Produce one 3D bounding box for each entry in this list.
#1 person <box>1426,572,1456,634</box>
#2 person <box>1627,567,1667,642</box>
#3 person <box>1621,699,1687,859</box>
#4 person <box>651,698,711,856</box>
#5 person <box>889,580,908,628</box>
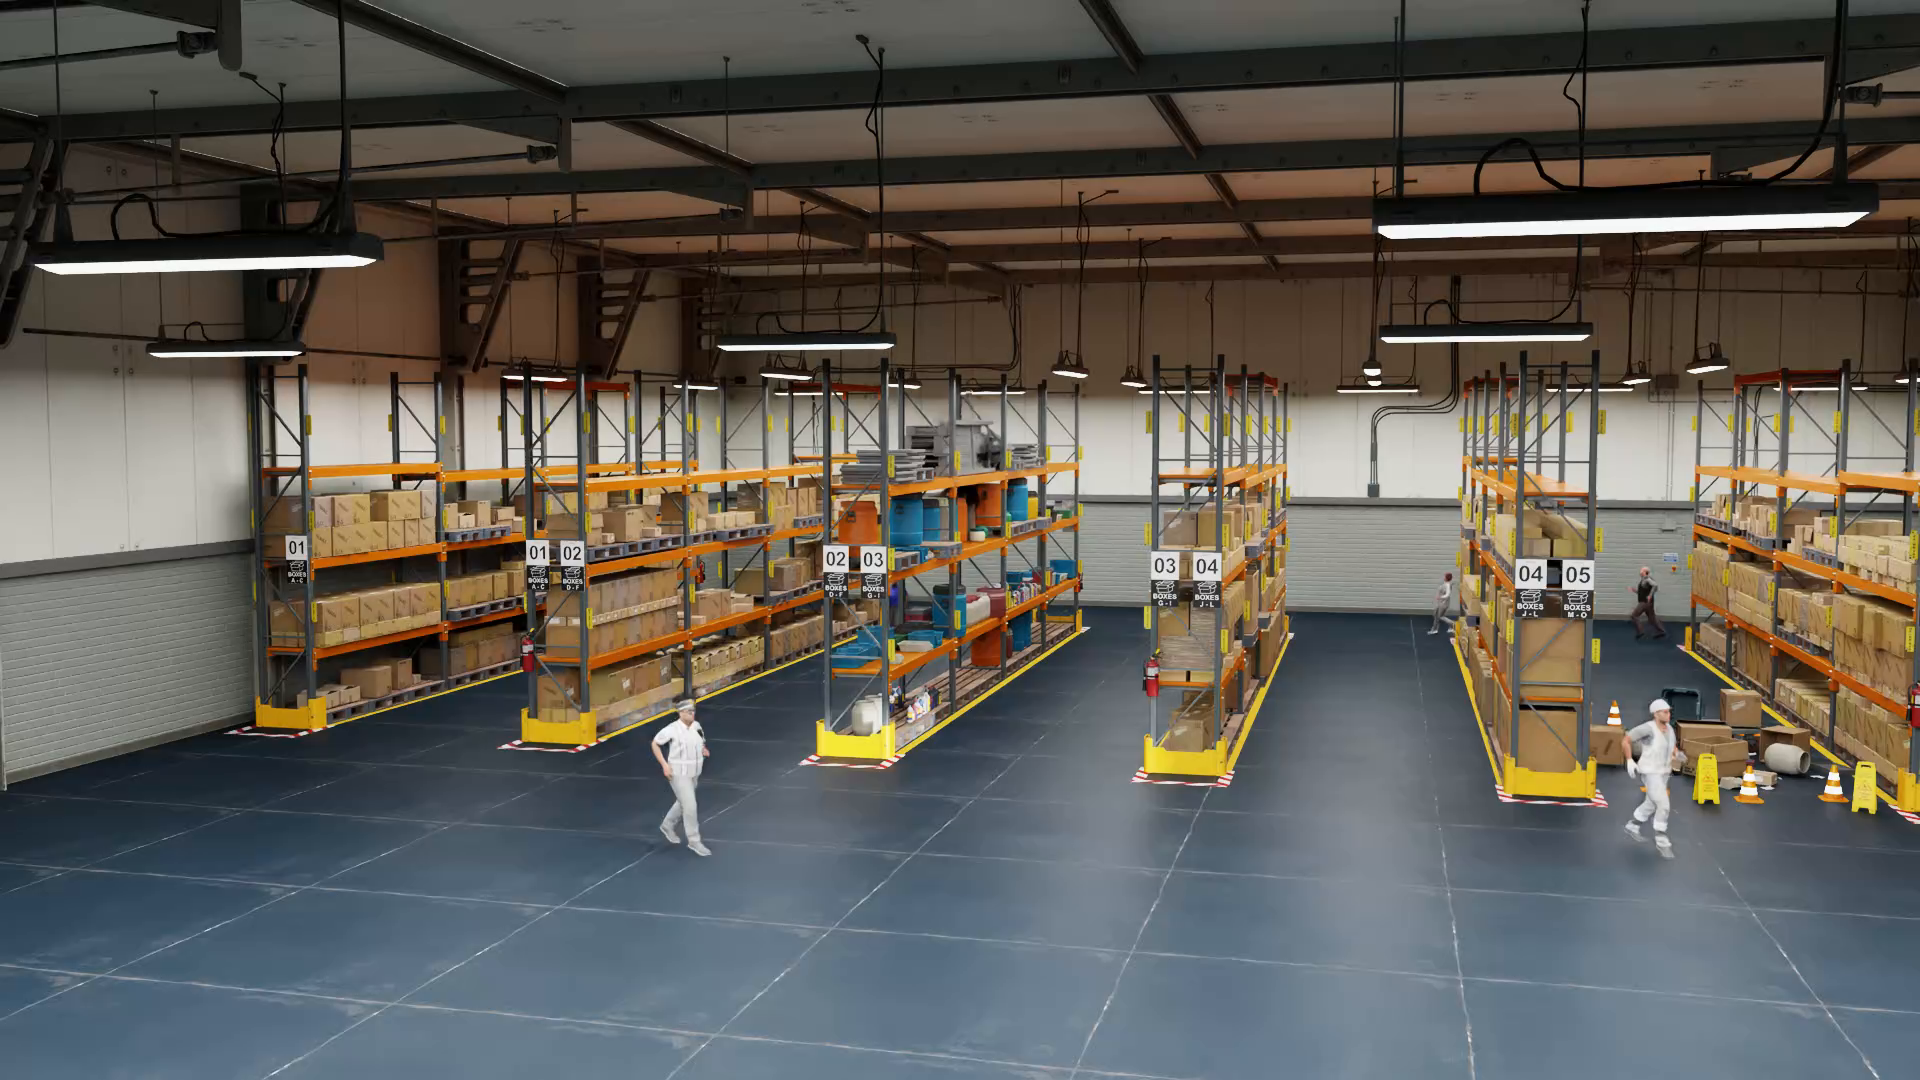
[{"bbox_3d":[11.458,1.518,39.486,0.714,1.538,0.649,1,4,17],"label":"person"},{"bbox_3d":[15.890,1.497,38.465,0.883,1.758,0.664,2,4,25],"label":"person"},{"bbox_3d":[8.120,2.783,19.511,0.688,1.861,0.793,-3,5,-33],"label":"person"},{"bbox_3d":[-3.225,2.749,19.559,0.877,1.798,0.665,2,5,31],"label":"person"},{"bbox_3d":[-1.472,1.628,37.235,0.563,1.703,0.736,1,4,9],"label":"person"}]
